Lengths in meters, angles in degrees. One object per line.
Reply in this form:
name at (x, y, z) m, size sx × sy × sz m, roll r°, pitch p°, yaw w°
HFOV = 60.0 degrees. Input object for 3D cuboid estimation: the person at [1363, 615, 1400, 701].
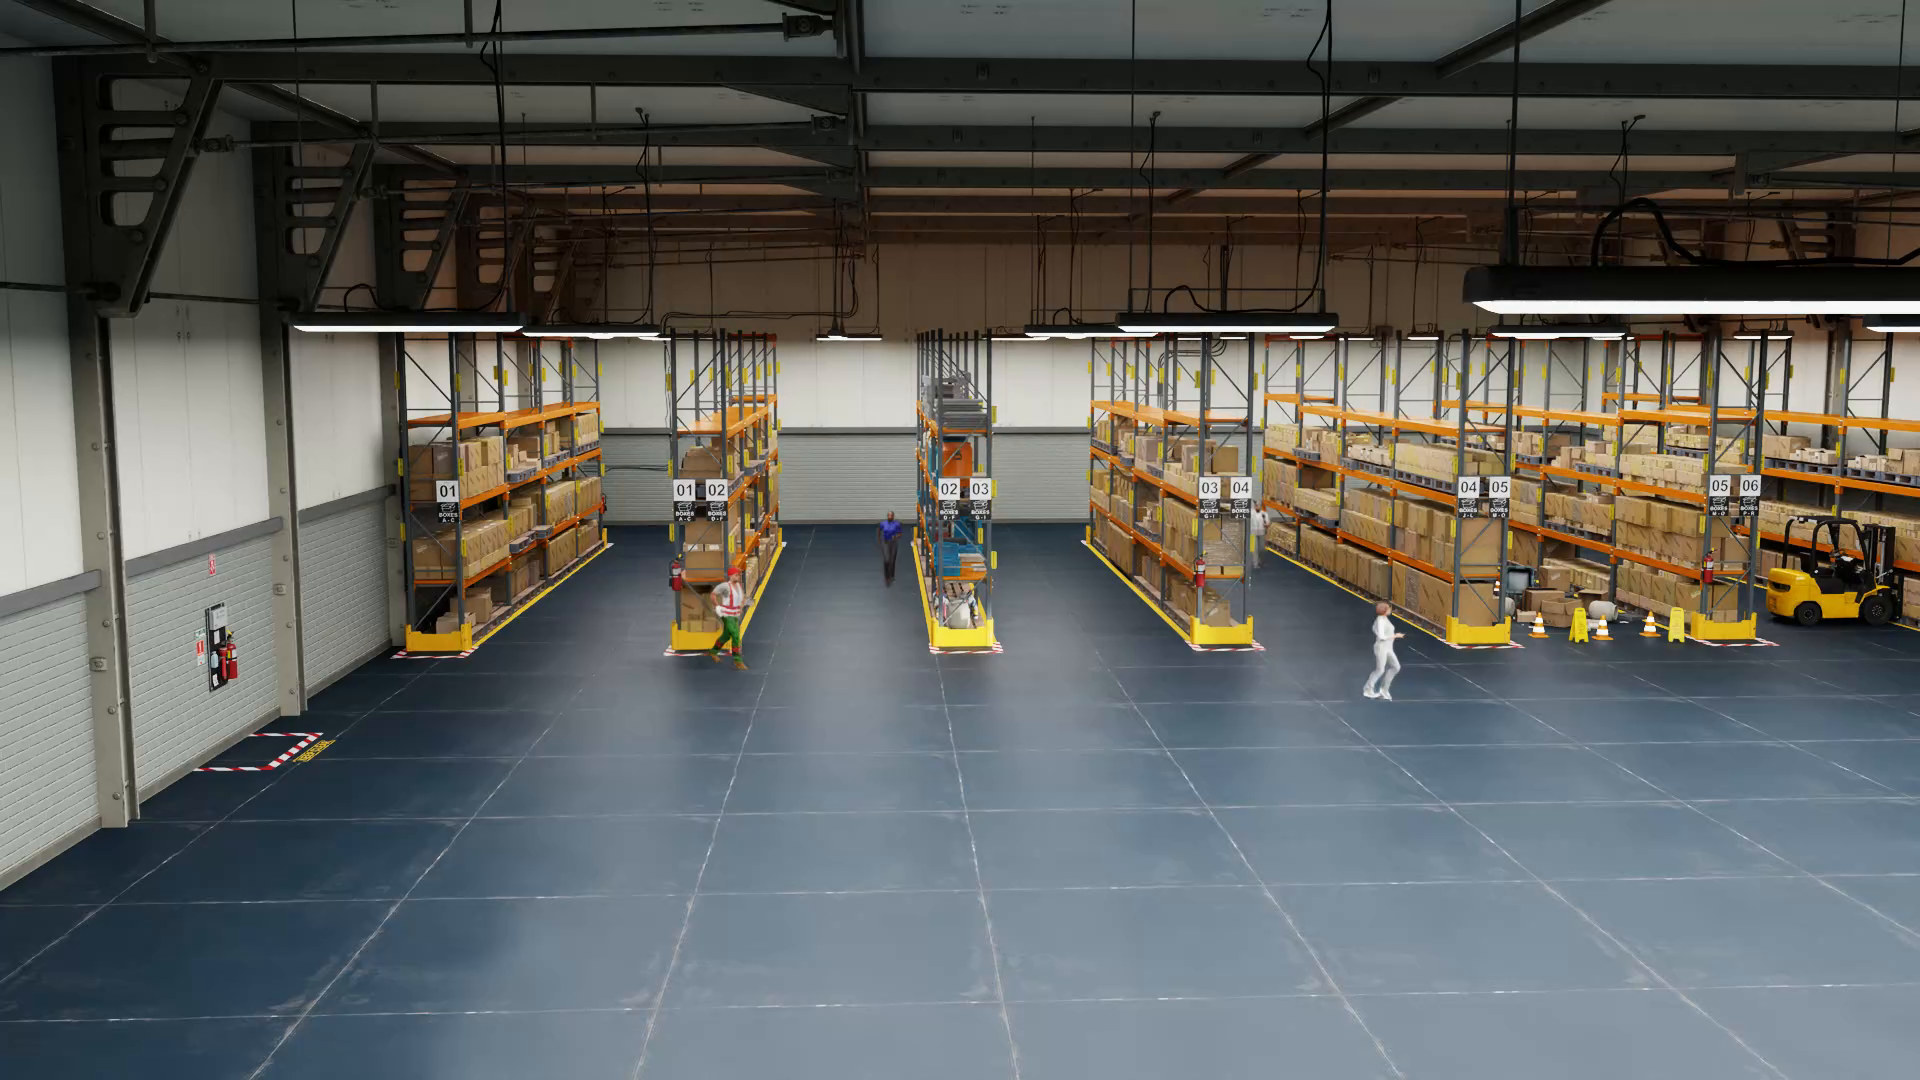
person at (6.772, 1.902, 26.716) m, size 0.567 × 1.388 × 0.349 m, roll 3°, pitch 8°, yaw 27°

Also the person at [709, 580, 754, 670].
person at (-4.120, 1.488, 29.471) m, size 0.933 × 1.582 × 0.493 m, roll 3°, pitch 7°, yaw 26°

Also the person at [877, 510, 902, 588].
person at (-1.587, 0.195, 37.742) m, size 0.536 × 1.752 × 0.769 m, roll -1°, pitch 7°, yaw -7°

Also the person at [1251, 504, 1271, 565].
person at (7.604, -0.163, 42.529) m, size 0.676 × 1.631 × 0.740 m, roll 0°, pitch 7°, yaw 2°
